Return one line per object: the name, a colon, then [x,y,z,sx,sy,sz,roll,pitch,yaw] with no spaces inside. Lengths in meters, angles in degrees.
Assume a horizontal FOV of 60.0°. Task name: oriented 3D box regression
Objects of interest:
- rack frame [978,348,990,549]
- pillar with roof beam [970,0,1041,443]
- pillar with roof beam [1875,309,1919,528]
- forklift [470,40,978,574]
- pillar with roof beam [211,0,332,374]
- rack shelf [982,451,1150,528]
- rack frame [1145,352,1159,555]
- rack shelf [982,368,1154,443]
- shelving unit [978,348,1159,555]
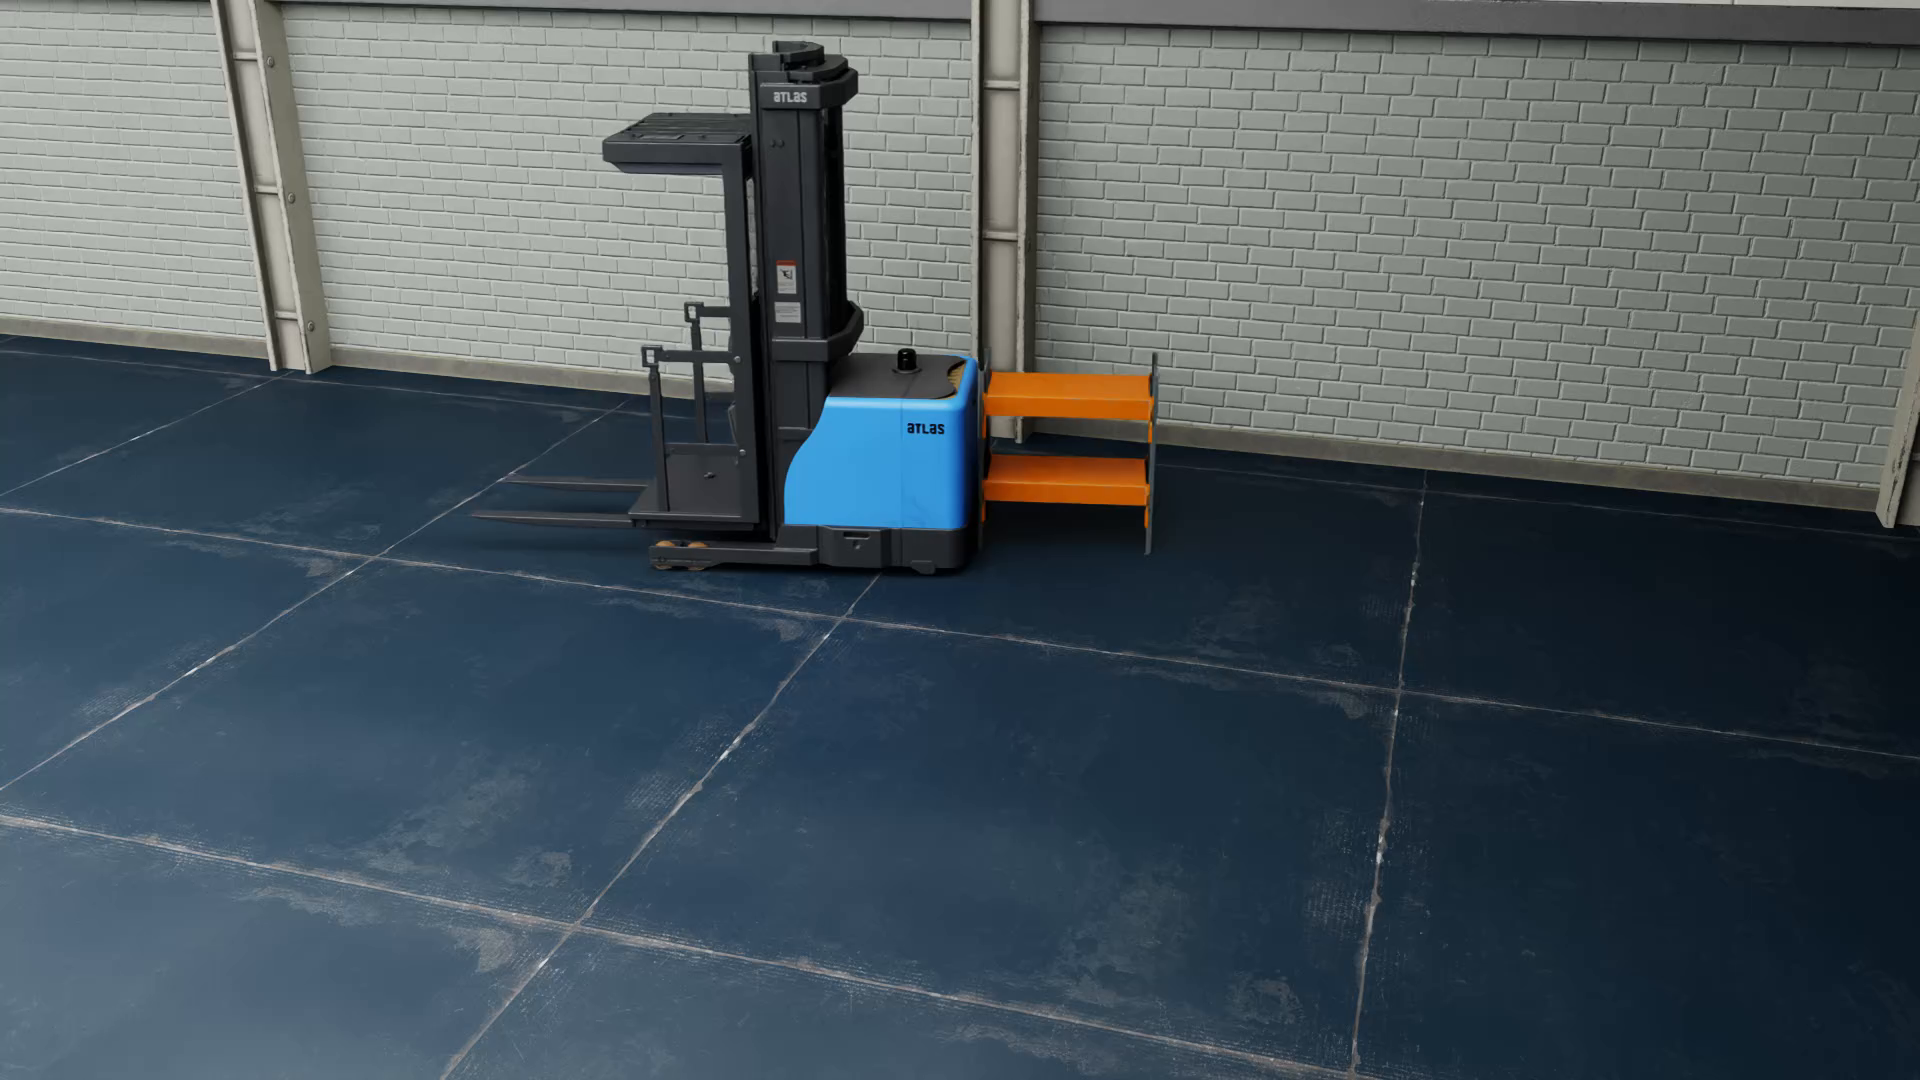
rack frame: [0.147,-0.559,10.151,0.032,1.125,0.500,2,22,5]
pillar with roof beam: [-0.937,-3.372,6.632,0.400,9.000,9.100,7,23,16]
pillar with roof beam: [4.807,-2.714,5.029,0.400,9.000,9.100,7,23,16]
forklift: [-1.423,-1.370,9.749,3.031,2.935,1.130,2,22,5]
pillar with roof beam: [-6.681,-4.029,8.236,0.400,9.000,9.100,7,23,16]
rack shelf: [0.653,-0.315,10.201,1.000,0.278,0.538,2,22,5]
rack frame: [1.159,-0.524,10.066,0.032,1.125,0.500,2,22,5]
rack shelf: [0.653,-0.812,9.997,1.000,0.278,0.538,2,22,5]
shelving unit: [0.653,-0.542,10.108,1.048,1.125,0.538,2,22,5]
